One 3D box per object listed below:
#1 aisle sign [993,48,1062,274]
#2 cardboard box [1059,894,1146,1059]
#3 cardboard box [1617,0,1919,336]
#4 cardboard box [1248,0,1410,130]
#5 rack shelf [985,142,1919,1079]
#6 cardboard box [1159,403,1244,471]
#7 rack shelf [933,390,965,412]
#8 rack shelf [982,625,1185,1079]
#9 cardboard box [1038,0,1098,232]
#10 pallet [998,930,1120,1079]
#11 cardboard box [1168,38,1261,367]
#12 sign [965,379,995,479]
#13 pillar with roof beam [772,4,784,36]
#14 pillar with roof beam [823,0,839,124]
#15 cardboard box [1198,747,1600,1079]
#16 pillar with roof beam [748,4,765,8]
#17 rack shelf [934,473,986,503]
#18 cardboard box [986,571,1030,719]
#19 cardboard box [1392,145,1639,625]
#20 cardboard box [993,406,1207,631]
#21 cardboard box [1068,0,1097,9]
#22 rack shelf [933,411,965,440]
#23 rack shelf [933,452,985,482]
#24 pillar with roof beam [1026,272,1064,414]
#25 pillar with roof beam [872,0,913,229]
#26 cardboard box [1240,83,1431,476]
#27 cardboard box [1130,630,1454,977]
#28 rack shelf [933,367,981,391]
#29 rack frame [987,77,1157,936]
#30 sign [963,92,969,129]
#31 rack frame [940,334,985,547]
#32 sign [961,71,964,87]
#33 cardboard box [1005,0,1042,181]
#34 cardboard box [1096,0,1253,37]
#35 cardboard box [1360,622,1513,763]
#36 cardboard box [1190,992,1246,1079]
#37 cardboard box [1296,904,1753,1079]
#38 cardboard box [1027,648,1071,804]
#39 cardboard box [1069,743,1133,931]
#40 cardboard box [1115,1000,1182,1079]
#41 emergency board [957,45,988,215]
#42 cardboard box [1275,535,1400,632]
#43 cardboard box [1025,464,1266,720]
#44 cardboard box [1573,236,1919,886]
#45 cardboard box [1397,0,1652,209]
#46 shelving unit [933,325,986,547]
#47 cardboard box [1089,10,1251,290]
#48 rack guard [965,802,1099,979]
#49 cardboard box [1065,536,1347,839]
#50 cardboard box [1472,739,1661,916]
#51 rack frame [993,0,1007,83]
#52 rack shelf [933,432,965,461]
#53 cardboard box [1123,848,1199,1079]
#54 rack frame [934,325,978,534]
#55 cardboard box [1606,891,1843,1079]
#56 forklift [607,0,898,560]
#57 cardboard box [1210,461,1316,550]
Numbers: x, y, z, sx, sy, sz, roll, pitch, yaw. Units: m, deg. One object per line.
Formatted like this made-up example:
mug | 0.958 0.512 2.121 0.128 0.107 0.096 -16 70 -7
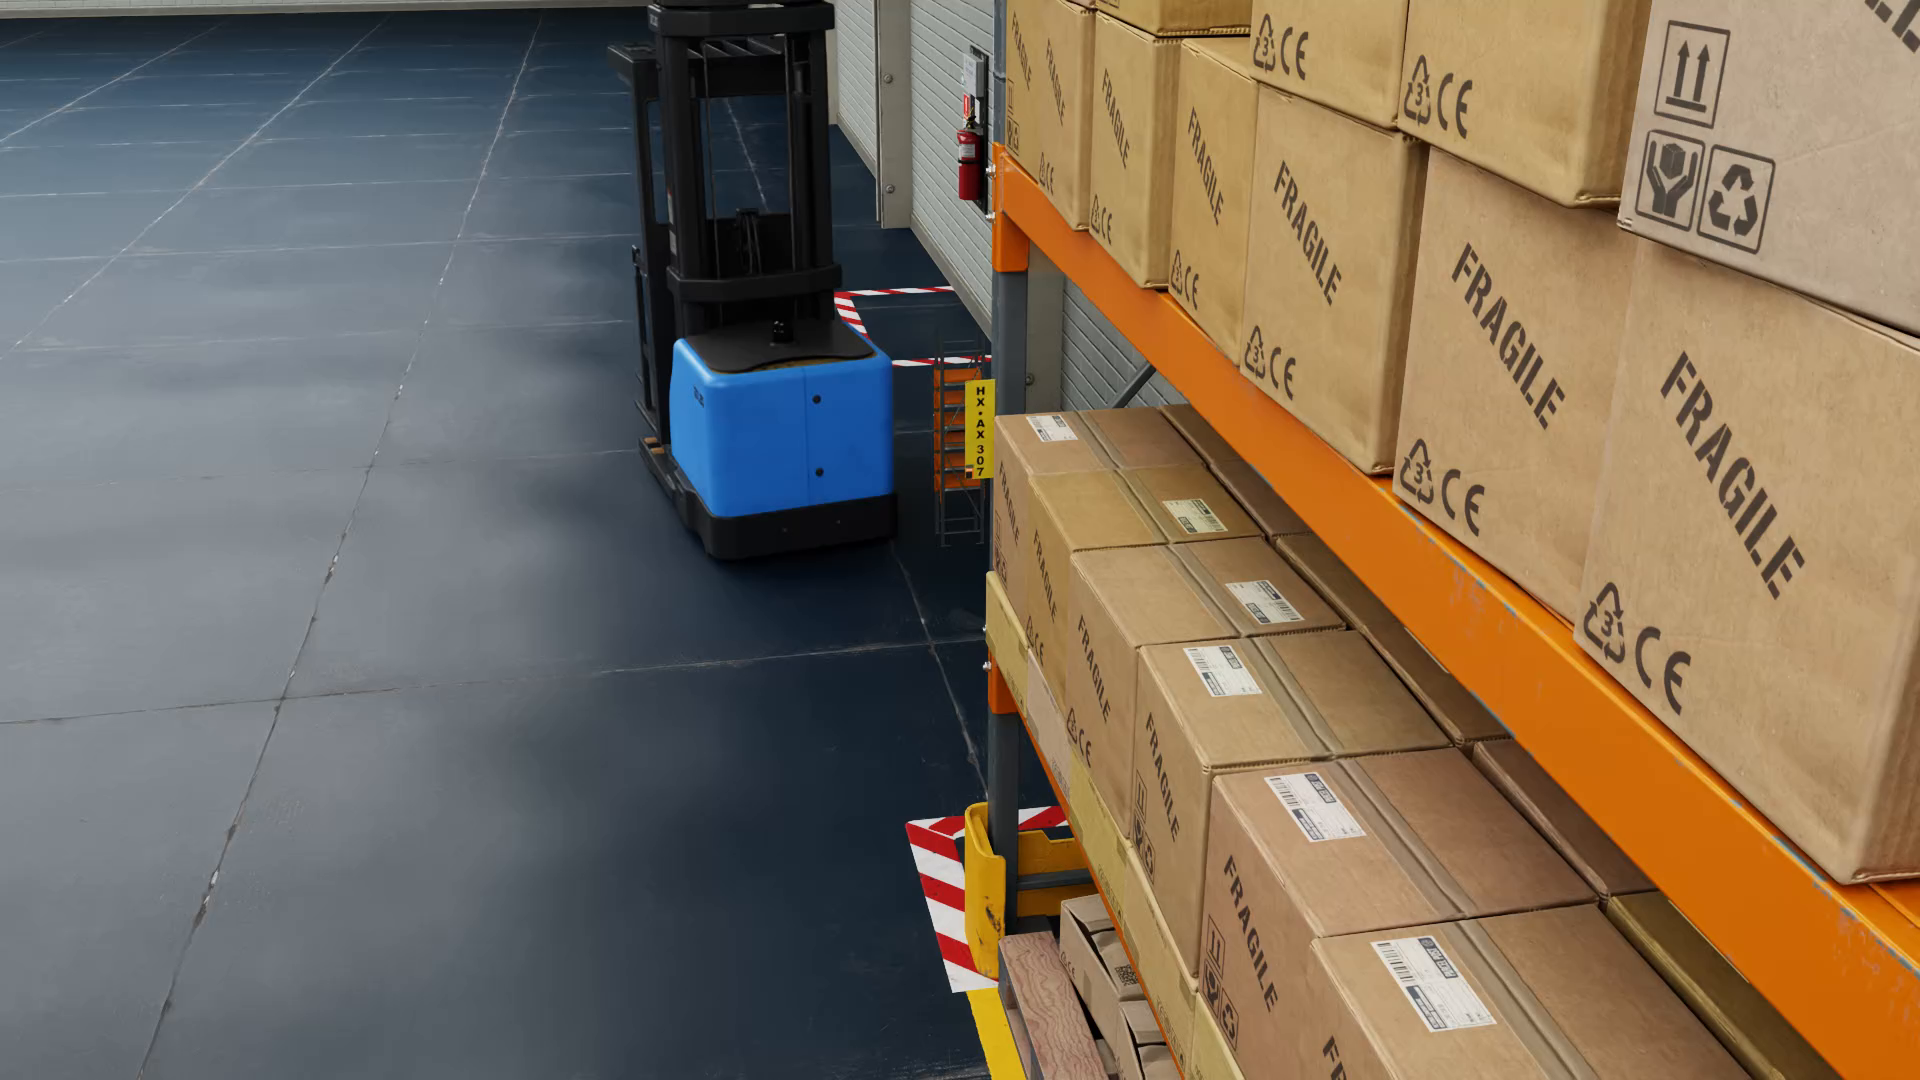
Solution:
aisle sign | 0.291 -1.186 4.970 0.394 0.787 0.004 -4 24 -10
cardboard box | 0.639 1.321 5.288 0.500 0.311 0.500 -7 25 -16
cardboard box | 0.980 -0.480 1.455 0.500 0.500 0.500 -6 24 -14
cardboard box | 0.761 -0.900 2.415 0.500 0.500 0.500 -5 24 -12
rack shelf | 0.969 -0.247 3.219 1.077 0.370 4.000 -4 24 -10
cardboard box | 0.895 -0.103 4.964 0.500 0.500 0.500 -5 24 -10
rack shelf | -0.003 -0.735 8.945 0.258 0.103 0.180 -4 24 -10
rack shelf | 0.969 1.128 3.819 1.077 0.370 4.000 -4 24 -10
cardboard box | 0.480 -1.055 4.019 0.500 0.500 0.500 -3 24 -6
pallet | 0.729 1.641 5.229 1.003 0.211 1.213 -4 24 -10
cardboard box | 0.699 -0.641 3.073 0.500 0.500 0.500 -3 24 -6
sign | 0.066 -0.345 5.211 0.100 0.325 0.005 -4 24 -10
pillar with roof beam | -7.090 -11.648 24.677 9.100 9.000 0.400 -4 24 -10
pillar with roof beam | -5.980 -9.288 19.274 9.100 9.000 0.400 -4 24 -10
cardboard box | 0.767 0.743 3.027 0.500 0.500 0.500 -5 24 -11
pillar with roof beam | -8.199 -14.008 30.081 9.100 9.000 0.400 -4 24 -10
rack shelf | -0.003 -0.295 9.137 0.258 0.103 0.180 -4 24 -10
cardboard box | 0.377 0.286 5.009 0.500 0.250 0.500 -5 24 -11
cardboard box | 0.922 -0.225 2.120 0.500 0.500 0.500 -6 24 -14
cardboard box | 0.392 -0.063 4.872 0.500 0.500 0.500 -4 24 -10
cardboard box | 0.475 -1.506 3.804 0.500 0.500 0.500 -5 24 -10
rack shelf | -0.003 -0.625 8.993 0.258 0.103 0.180 -4 24 -10
rack shelf | -0.003 -0.405 9.089 0.258 0.103 0.180 -4 24 -10
pillar with roof beam | -3.762 -4.568 8.466 9.100 9.000 0.400 -4 24 -10
pillar with roof beam | -4.871 -6.928 13.870 9.100 9.000 0.400 -4 24 -10
cardboard box | 0.782 -0.440 2.613 0.500 0.500 0.500 -5 24 -12
cardboard box | 0.670 0.538 3.496 0.500 0.500 0.500 -4 24 -8
rack shelf | -0.003 -0.845 8.897 0.258 0.103 0.180 -4 24 -10
rack frame | 0.599 0.011 5.477 1.000 3.000 0.127 -4 24 -10
sign | 0.049 -3.354 13.137 0.001 0.329 0.234 -4 24 -10
rack frame | 0.014 -0.520 8.940 0.240 1.200 0.006 -4 24 -10
sign | 0.041 -3.594 13.025 0.001 0.109 0.331 -4 24 -10
cardboard box | 0.415 -1.268 4.509 0.500 0.500 0.500 -4 24 -8
cardboard box | 0.581 -1.305 3.344 0.500 0.500 0.500 -4 24 -8
cardboard box | 1.172 0.497 3.591 0.500 0.500 0.500 -4 24 -9
cardboard box | 0.761 1.087 3.176 0.500 0.250 0.500 -4 24 -10
cardboard box | 0.850 0.941 2.572 0.500 0.500 0.500 -4 24 -10
cardboard box | 0.487 0.489 4.544 0.500 0.250 0.500 -5 24 -11
cardboard box | 0.576 0.690 4.084 0.500 0.250 0.500 -5 24 -11
cardboard box | 0.744 1.545 4.775 0.500 0.311 0.500 -2 24 -5
emergency board | 0.050 -3.112 12.629 0.194 1.169 0.643 -4 24 -10
cardboard box | 1.078 0.299 4.044 0.500 0.500 0.500 -5 24 -11
cardboard box | 0.474 0.132 4.425 0.500 0.500 0.500 -4 24 -10
cardboard box | 1.002 -0.026 1.665 0.500 0.500 0.500 -4 24 -8
cardboard box | 0.867 -0.696 1.950 0.500 0.500 0.500 -3 24 -7
shelving unit | -0.003 -0.556 9.023 0.258 1.200 0.189 -4 24 -10
cardboard box | 0.580 -0.851 3.552 0.500 0.500 0.500 -3 24 -7
rack guard | 0.613 1.187 5.909 1.175 0.500 0.348 -4 24 -10
cardboard box | 0.563 0.336 3.959 0.500 0.500 0.500 -5 24 -11
cardboard box | 1.279 0.700 3.125 0.500 0.500 0.500 -4 24 -8
rack frame | 0.599 -2.738 4.276 1.000 3.000 0.127 -4 24 -10
rack shelf | -0.003 -0.515 9.041 0.258 0.103 0.180 -4 24 -10
cardboard box | 0.667 0.889 3.629 0.500 0.250 0.500 -4 24 -9
rack frame | -0.020 -0.592 9.105 0.240 1.200 0.006 -4 24 -10
cardboard box | 1.365 0.896 2.675 0.500 0.500 0.500 -4 24 -10
forklift | -1.354 -1.799 9.706 1.130 2.935 3.031 -9 25 -20
cardboard box | 0.979 0.095 4.509 0.500 0.500 0.500 -4 24 -9
